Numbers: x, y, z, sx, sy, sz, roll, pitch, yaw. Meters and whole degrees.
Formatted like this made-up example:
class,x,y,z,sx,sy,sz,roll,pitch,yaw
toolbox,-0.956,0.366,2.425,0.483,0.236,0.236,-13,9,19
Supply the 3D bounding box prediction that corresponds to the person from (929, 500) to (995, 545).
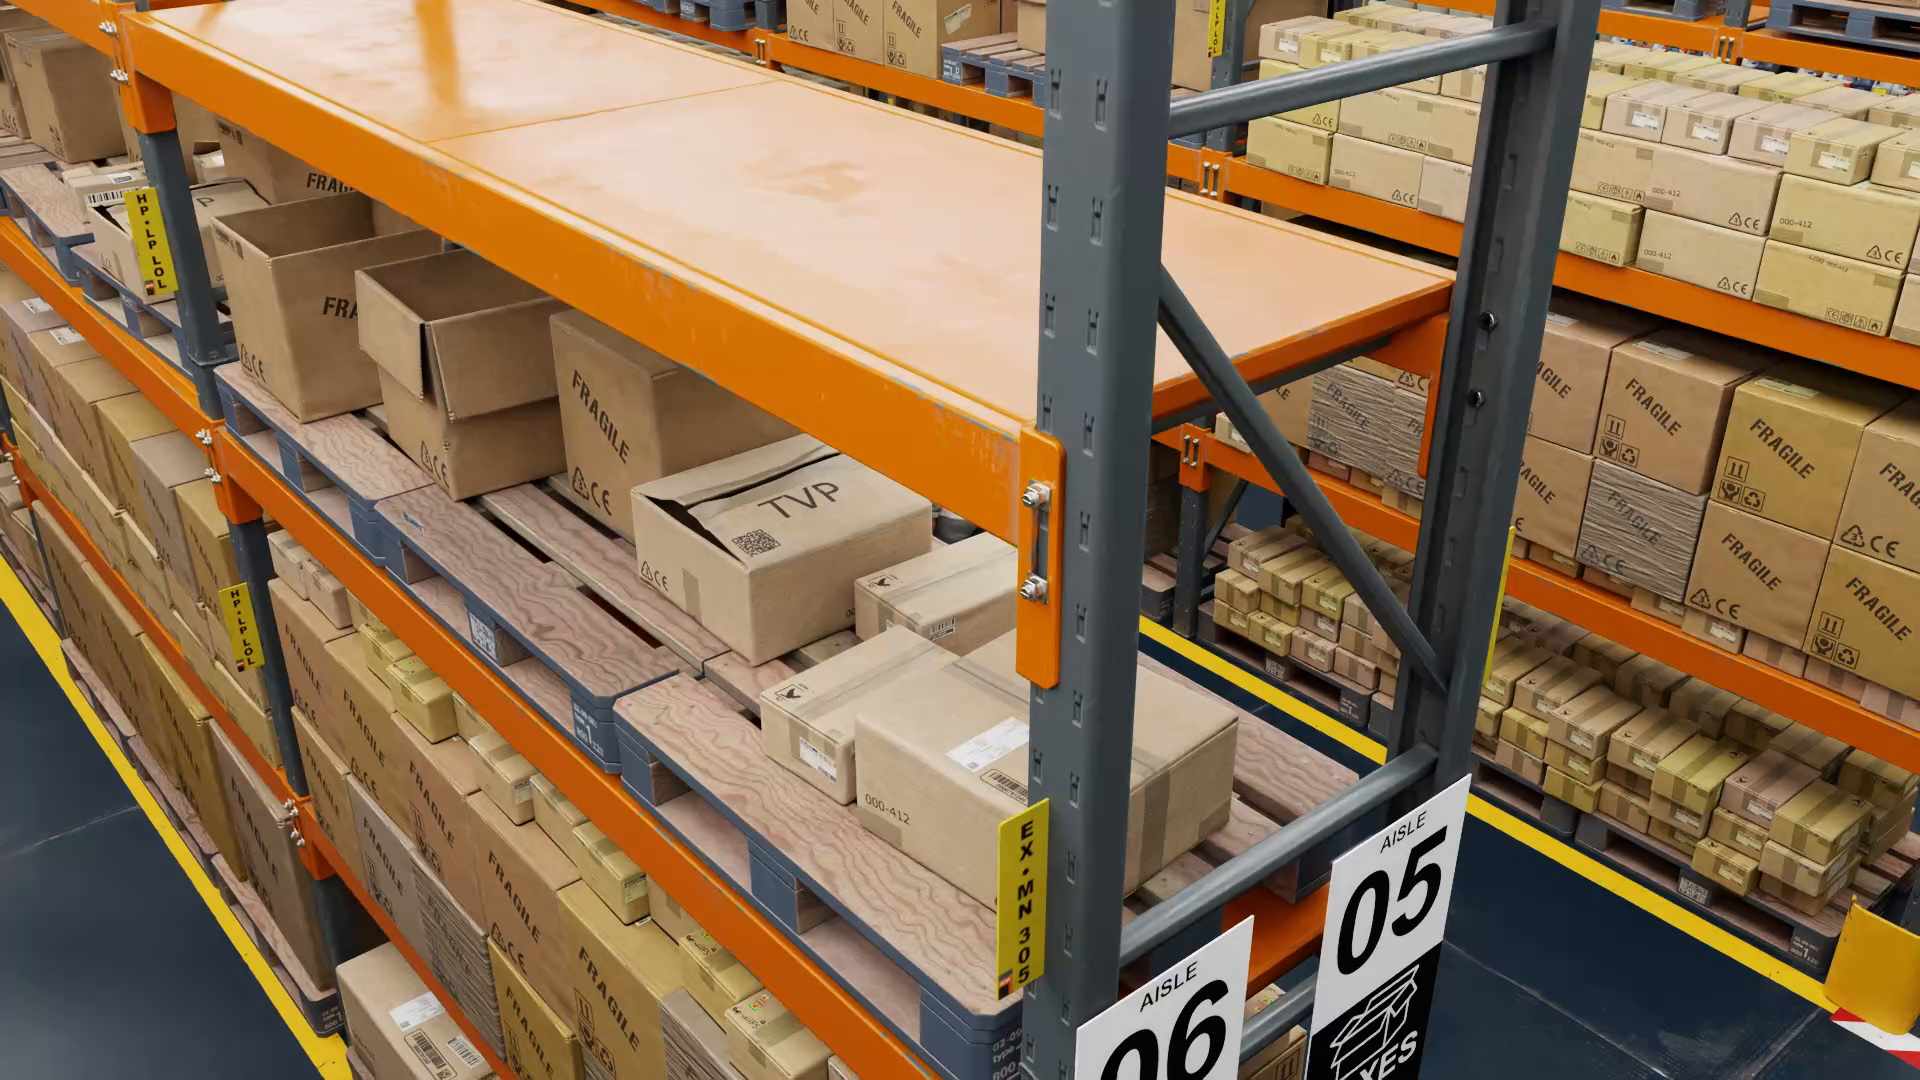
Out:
class,x,y,z,sx,sy,sz,roll,pitch,yaw
person,0.017,-0.183,9.117,0.532,1.769,0.359,-21,34,-34
